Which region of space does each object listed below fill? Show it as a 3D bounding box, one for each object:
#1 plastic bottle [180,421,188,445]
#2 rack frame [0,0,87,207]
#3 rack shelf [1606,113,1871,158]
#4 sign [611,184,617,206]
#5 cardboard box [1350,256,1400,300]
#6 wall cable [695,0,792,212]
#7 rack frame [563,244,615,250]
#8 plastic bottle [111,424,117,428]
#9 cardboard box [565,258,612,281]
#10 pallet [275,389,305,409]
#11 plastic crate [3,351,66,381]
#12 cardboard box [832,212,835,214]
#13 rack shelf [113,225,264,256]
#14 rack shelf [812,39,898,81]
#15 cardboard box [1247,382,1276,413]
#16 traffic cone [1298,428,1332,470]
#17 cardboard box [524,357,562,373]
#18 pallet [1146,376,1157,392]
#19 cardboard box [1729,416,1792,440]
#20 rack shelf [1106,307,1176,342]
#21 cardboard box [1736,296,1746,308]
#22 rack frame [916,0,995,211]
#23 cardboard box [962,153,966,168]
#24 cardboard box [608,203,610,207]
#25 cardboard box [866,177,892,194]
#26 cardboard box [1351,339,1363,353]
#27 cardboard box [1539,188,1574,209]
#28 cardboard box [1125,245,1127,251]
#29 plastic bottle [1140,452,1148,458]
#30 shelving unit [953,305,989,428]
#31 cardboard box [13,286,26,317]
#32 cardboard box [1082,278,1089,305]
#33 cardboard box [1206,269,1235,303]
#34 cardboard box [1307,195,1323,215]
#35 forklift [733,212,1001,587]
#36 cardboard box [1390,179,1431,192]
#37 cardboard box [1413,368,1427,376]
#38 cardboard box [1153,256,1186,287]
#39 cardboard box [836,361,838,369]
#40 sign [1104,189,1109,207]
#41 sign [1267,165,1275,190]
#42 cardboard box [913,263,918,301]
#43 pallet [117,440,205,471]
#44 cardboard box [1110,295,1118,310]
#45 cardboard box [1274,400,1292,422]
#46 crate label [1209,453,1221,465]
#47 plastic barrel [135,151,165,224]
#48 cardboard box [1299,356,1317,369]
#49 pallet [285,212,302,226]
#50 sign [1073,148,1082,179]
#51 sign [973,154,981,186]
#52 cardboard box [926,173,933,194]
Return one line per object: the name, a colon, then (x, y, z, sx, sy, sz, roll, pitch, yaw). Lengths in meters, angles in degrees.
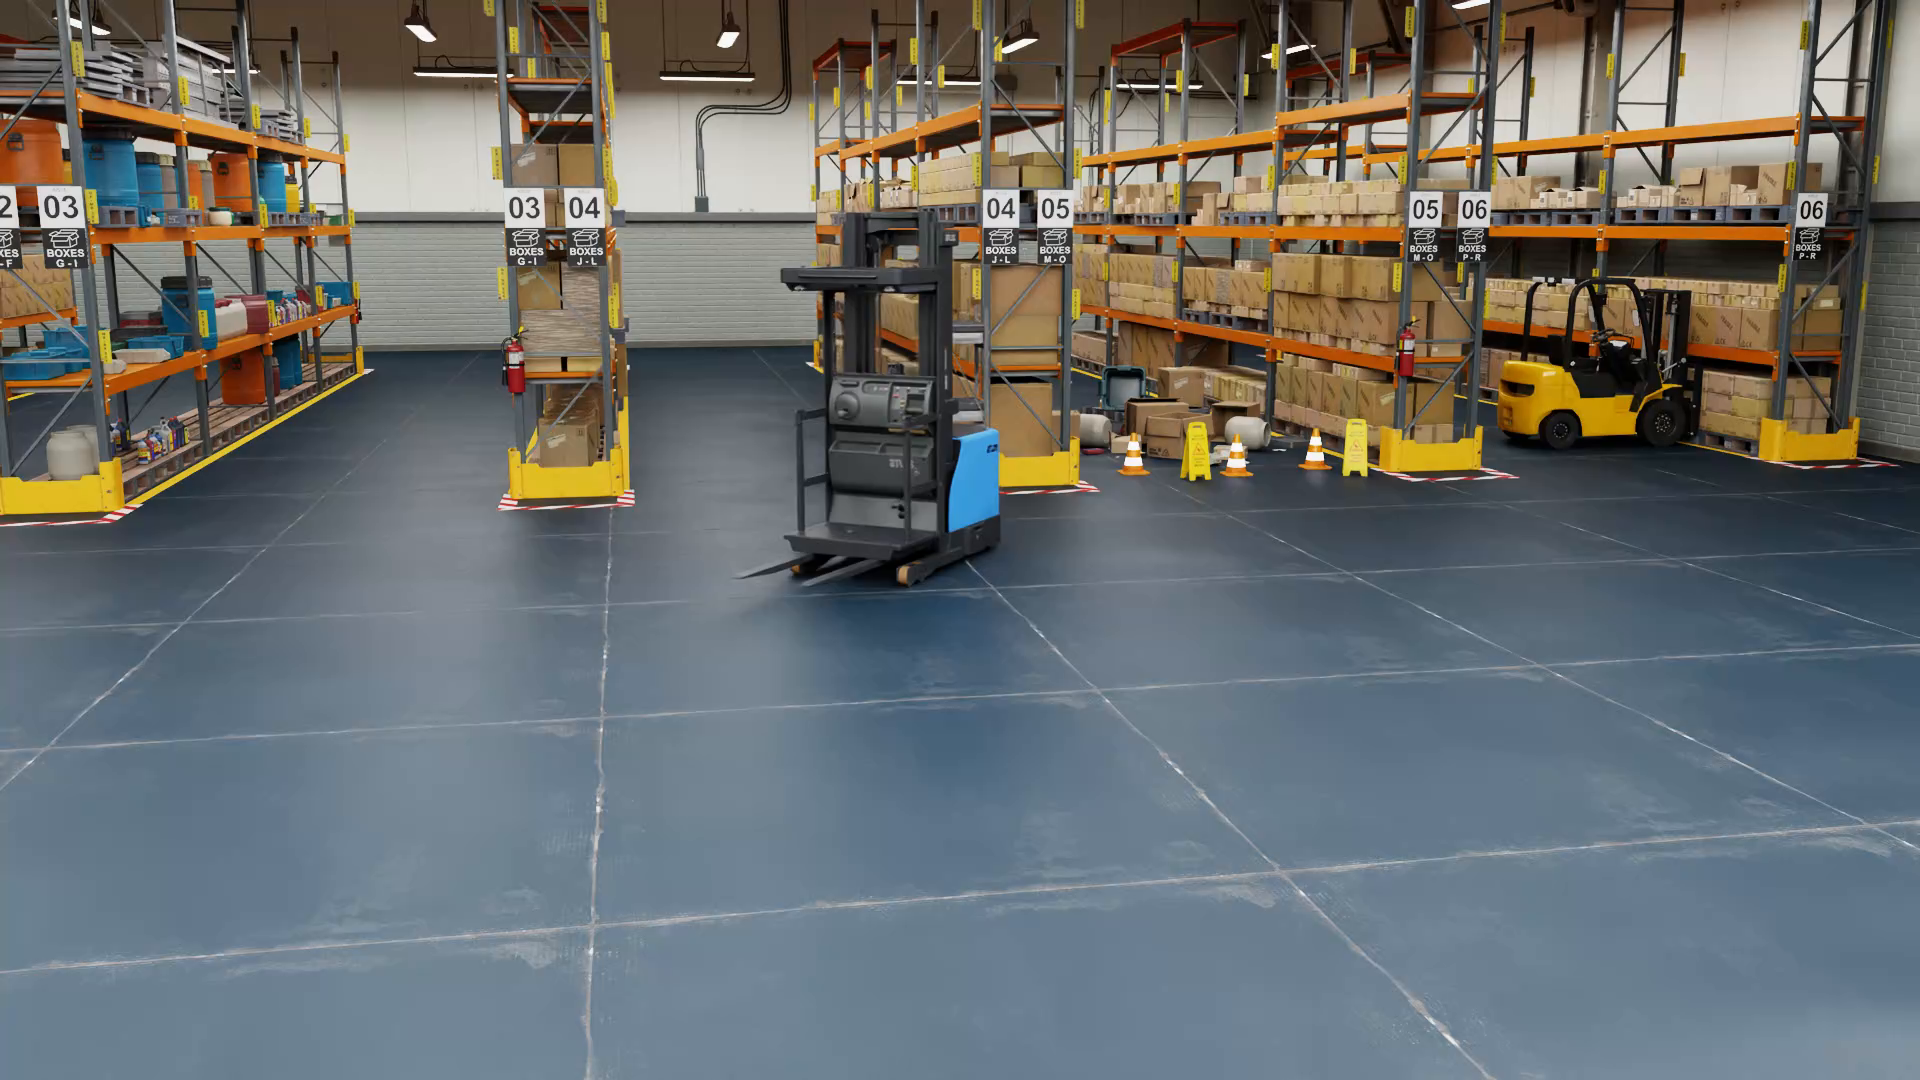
plastic bottle: (-9.382, -1.300, 20.091, 0.061, 0.283, 0.133, -2, 11, -8)
rack frame: (-9.022, -4.708, 15.864, 1.000, 3.000, 0.127, -2, 11, -11)
rack shelf: (10.037, -5.246, 21.687, 1.077, 0.370, 4.000, -2, 11, -11)
sign: (-5.186, -5.155, 24.853, 0.100, 0.325, 0.005, -2, 11, -11)
cardboard box: (5.153, -3.166, 20.073, 0.700, 0.500, 0.500, -2, 11, -10)
wall cable: (-4.994, -10.565, 38.034, 2.277, 5.999, 0.120, -2, 11, -11)
rack frame: (-7.275, -4.875, 32.788, 1.000, 3.000, 0.127, -2, 11, -11)
plastic bottle: (-10.078, -1.240, 19.795, 0.152, 0.276, 0.135, -2, 11, -9)
cardboard box: (-4.192, -2.922, 18.787, 0.500, 0.500, 0.500, -2, 11, -11)
pallet: (-11.006, -2.224, 26.319, 1.003, 0.211, 1.213, -2, 11, -11)
plastic crate: (-9.412, -1.769, 16.863, 0.499, 0.251, 0.616, -2, 11, -11)
cardboard box: (-2.058, -5.876, 30.423, 0.500, 0.250, 0.500, -2, 11, -11)
rack shelf: (-10.189, -3.981, 21.993, 1.077, 0.370, 4.000, -2, 11, -11)
rack shelf: (-2.001, -8.897, 30.907, 1.077, 0.370, 4.000, -2, 11, -11)
cardboard box: (4.675, -2.046, 23.830, 0.950, 0.372, 0.625, -2, 11, -10)
traffic cone: (4.209, -1.087, 19.669, 0.336, 0.463, 0.334, -2, 11, -11)
cardboard box: (-4.421, -1.862, 17.629, 0.380, 0.149, 0.250, -2, 11, -11)
pallet: (3.688, -2.769, 29.181, 1.003, 0.211, 1.213, -2, 11, -11)
cardboard box: (10.024, -1.413, 20.826, 0.500, 0.250, 0.500, -2, 11, -11)
rack shelf: (3.613, -3.782, 28.967, 1.077, 0.370, 4.000, -2, 11, -11)
cardboard box: (10.014, -2.999, 20.929, 0.380, 0.149, 0.250, -2, 11, -10)
rack frame: (-0.056, -5.783, 21.515, 1.000, 3.000, 0.127, -2, 11, -11)
cardboard box: (0.226, -4.242, 18.588, 0.380, 0.149, 0.250, -2, 11, -10)
cardboard box: (-5.189, -4.913, 23.359, 0.500, 0.500, 0.500, -2, 11, -10)
cardboard box: (-1.282, -5.627, 26.400, 0.396, 0.266, 0.258, -2, 11, -11)
cardboard box: (5.008, -2.375, 20.324, 0.380, 0.149, 0.250, -2, 11, -10)
cardboard box: (9.119, -5.166, 25.140, 0.500, 0.311, 0.500, -3, 11, -13)
cardboard box: (2.907, -5.458, 31.175, 0.380, 0.149, 0.250, -2, 11, -10)
plastic bottle: (2.191, -1.063, 20.619, 0.133, 0.061, 0.283, -6, 13, -31)
shelving unit: (0.011, -1.075, 15.230, 0.431, 2.100, 0.503, -2, 11, -10)
cardboard box: (-16.150, -4.028, 28.072, 0.500, 0.500, 0.500, -2, 11, -10)
cardboard box: (2.665, -4.813, 32.193, 0.500, 0.500, 0.500, -2, 11, -12)
cardboard box: (4.080, -3.887, 25.408, 0.500, 0.500, 0.500, -2, 11, -10)
cardboard box: (4.791, -4.304, 21.368, 0.500, 0.250, 0.500, -2, 11, -10)
forklift: (-0.744, -1.165, 13.479, 1.130, 2.935, 3.031, 5, 12, 26)
cardboard box: (5.202, -4.094, 19.202, 0.380, 0.149, 0.250, -2, 11, -10)
cardboard box: (8.385, -3.186, 29.474, 0.500, 0.500, 0.500, -2, 11, -9)
cardboard box: (3.537, -4.488, 27.811, 0.500, 0.500, 0.500, -2, 11, -10)
cardboard box: (-2.106, -3.266, 30.833, 0.380, 0.149, 0.250, -2, 11, -13)
sign: (2.680, -6.248, 30.384, 0.100, 0.325, 0.005, -2, 11, -11)
sign: (4.236, -4.935, 22.643, 0.100, 0.325, 0.005, -2, 11, -11)
cardboard box: (-0.261, -3.562, 22.945, 0.700, 0.500, 0.500, -2, 11, -12)
pallet: (-9.710, -1.000, 19.884, 1.003, 0.211, 1.213, -2, 11, -11)
cardboard box: (3.050, -4.338, 30.367, 0.500, 0.250, 0.500, -2, 11, -12)
cardboard box: (4.629, -1.772, 22.716, 0.500, 0.250, 0.500, -3, 11, -14)
crate label: (2.972, -0.966, 19.906, 0.250, 0.136, 0.298, -9, 14, -40)
plastic barrel: (-10.111, -4.299, 20.400, 0.600, 0.901, 0.708, -2, 11, -11)
cardboard box: (4.697, -2.340, 21.959, 0.380, 0.149, 0.250, -2, 11, -9)
pallet: (-10.884, -4.994, 25.896, 1.003, 0.211, 1.213, -2, 11, -11)
sign: (1.267, -4.064, 17.952, 0.100, 0.325, 0.005, -2, 11, -11)
sign: (0.187, -3.955, 17.775, 0.100, 0.325, 0.005, -2, 11, -11)
cardboard box: (-0.136, -4.445, 20.722, 0.500, 0.250, 0.500, -2, 11, -11)
